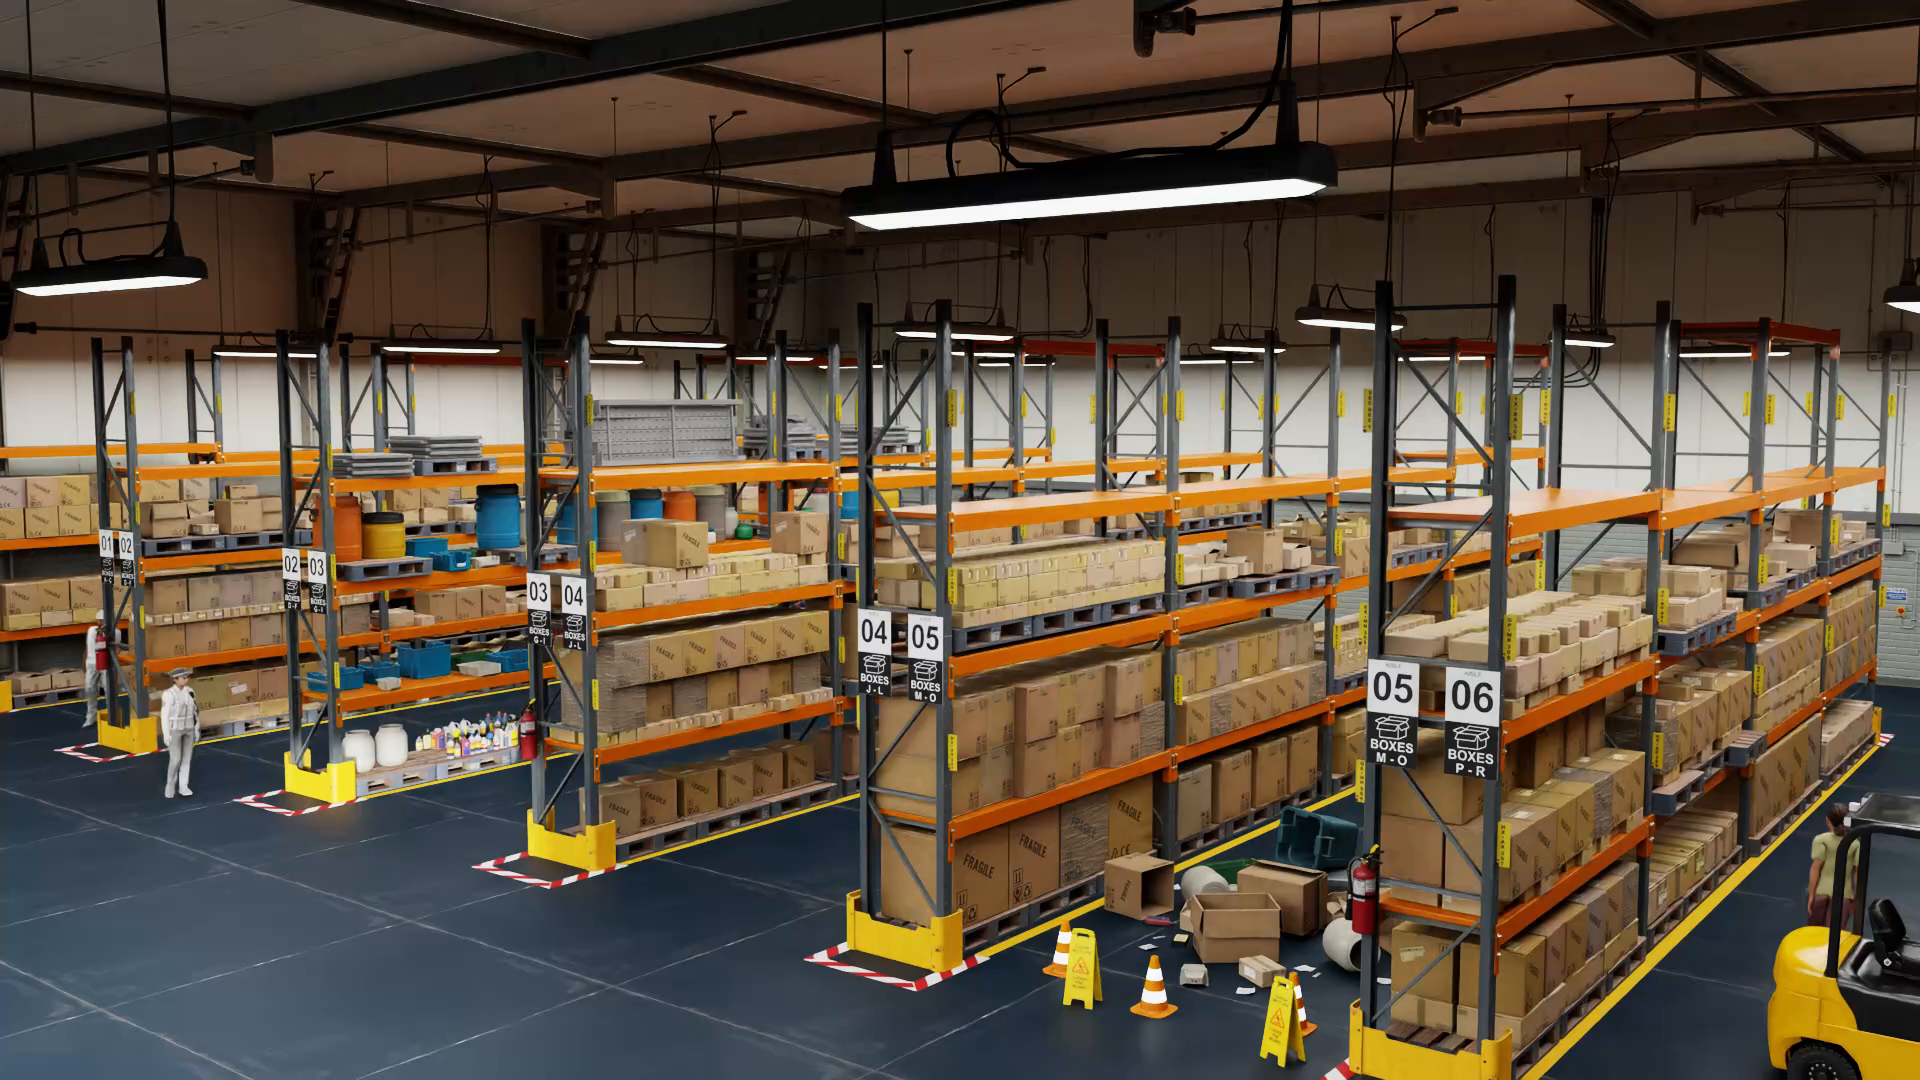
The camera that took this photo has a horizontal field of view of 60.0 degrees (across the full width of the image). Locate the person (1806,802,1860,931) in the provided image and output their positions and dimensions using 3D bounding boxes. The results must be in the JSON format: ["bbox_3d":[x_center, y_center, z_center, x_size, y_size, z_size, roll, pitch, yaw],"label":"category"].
[{"bbox_3d":[7.489,3.058,14.249,0.441,1.585,0.538,3,6,30],"label":"person"}]

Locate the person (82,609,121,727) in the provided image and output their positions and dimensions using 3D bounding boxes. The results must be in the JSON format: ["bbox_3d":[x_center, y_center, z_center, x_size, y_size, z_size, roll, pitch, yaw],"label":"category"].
[{"bbox_3d":[-13.551,2.021,26.201,0.580,1.834,0.591,0,5,-5],"label":"person"}]

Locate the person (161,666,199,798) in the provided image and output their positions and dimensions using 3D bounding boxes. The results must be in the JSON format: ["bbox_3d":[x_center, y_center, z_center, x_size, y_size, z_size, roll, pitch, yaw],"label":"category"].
[{"bbox_3d":[-10.003,2.457,21.356,0.395,1.691,0.503,4,6,36],"label":"person"}]
